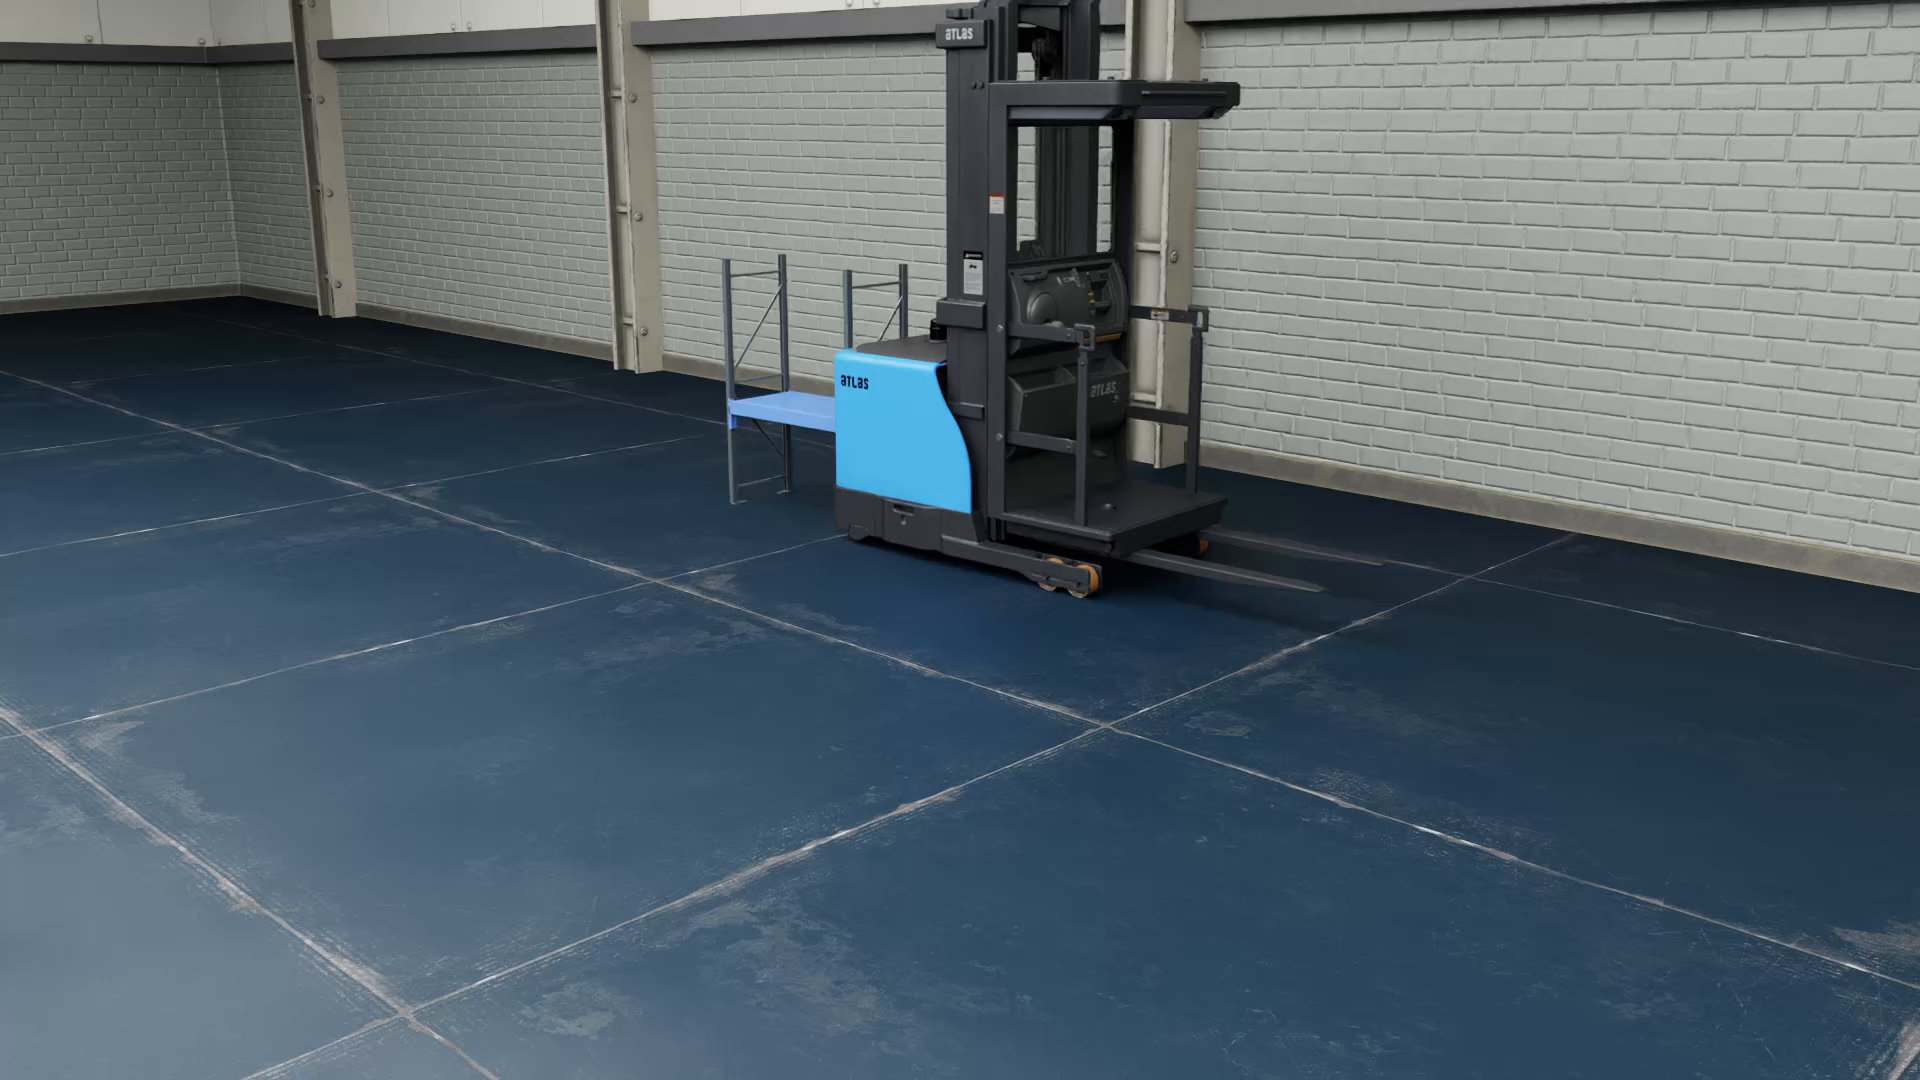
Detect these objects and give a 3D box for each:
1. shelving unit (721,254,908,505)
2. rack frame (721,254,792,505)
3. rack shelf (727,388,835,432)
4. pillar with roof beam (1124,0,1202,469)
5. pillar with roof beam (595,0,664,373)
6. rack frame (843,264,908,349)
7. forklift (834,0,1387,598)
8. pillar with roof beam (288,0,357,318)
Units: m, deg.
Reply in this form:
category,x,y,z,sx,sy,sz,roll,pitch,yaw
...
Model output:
category,x,y,z,sx,sy,sz,roll,pitch,yaw
shelving unit,-0.863,-0.908,9.944,1.048,1.500,0.538,12,19,39
rack frame,-1.247,-0.992,10.267,0.032,1.500,0.500,12,19,39
rack shelf,-0.863,-0.734,9.989,1.000,0.185,0.538,12,19,39
pillar with roof beam,-1.666,-4.119,7.393,0.400,9.000,9.100,14,20,42
pillar with roof beam,-5.985,-5.169,11.423,0.400,9.000,9.100,14,20,42
rack frame,-0.479,-0.824,9.621,0.032,1.500,0.500,12,19,39
forklift,0.728,-1.279,8.526,3.031,2.935,1.130,12,19,39
pillar with roof beam,-10.304,-6.219,15.453,0.400,9.000,9.100,14,20,42
